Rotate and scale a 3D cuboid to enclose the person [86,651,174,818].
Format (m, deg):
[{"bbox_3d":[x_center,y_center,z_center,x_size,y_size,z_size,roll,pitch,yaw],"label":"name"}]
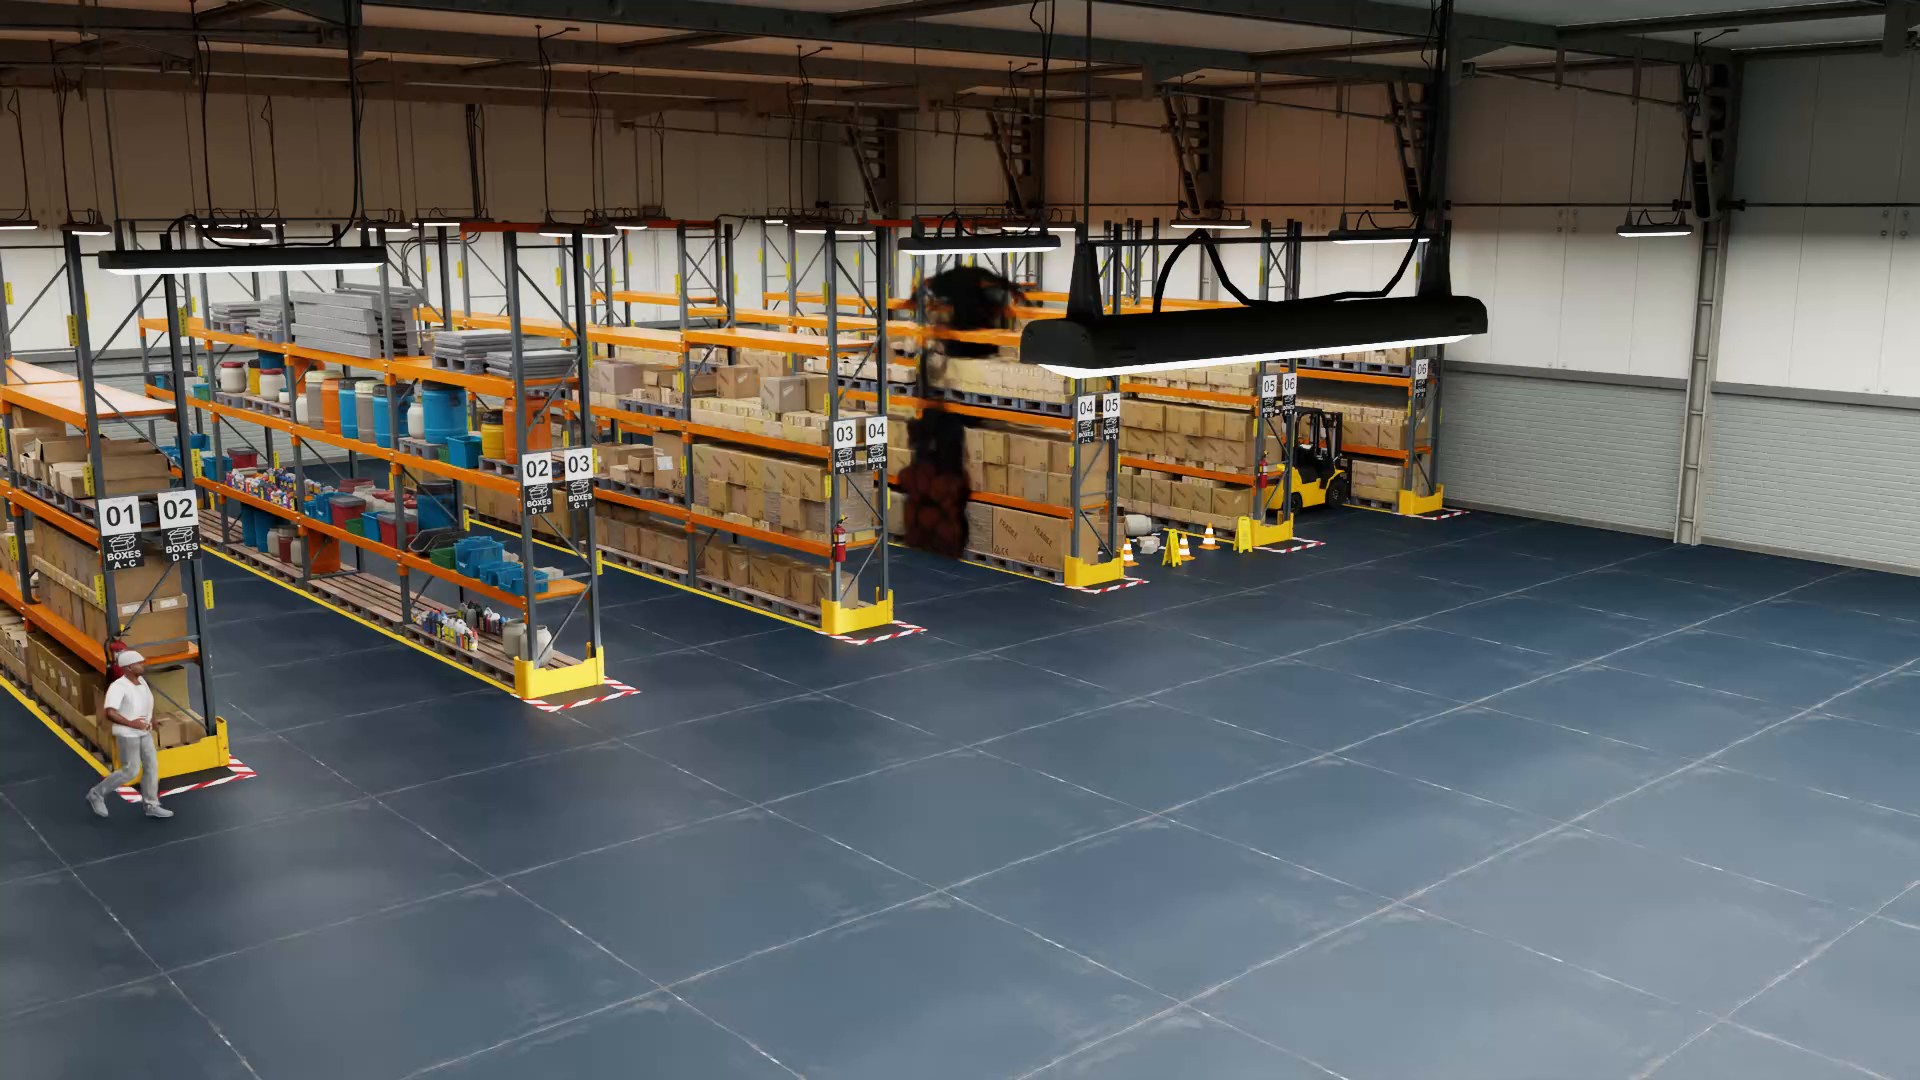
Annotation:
[{"bbox_3d":[-8.680,2.021,17.438,0.845,1.749,0.757,0,11,0],"label":"person"}]
